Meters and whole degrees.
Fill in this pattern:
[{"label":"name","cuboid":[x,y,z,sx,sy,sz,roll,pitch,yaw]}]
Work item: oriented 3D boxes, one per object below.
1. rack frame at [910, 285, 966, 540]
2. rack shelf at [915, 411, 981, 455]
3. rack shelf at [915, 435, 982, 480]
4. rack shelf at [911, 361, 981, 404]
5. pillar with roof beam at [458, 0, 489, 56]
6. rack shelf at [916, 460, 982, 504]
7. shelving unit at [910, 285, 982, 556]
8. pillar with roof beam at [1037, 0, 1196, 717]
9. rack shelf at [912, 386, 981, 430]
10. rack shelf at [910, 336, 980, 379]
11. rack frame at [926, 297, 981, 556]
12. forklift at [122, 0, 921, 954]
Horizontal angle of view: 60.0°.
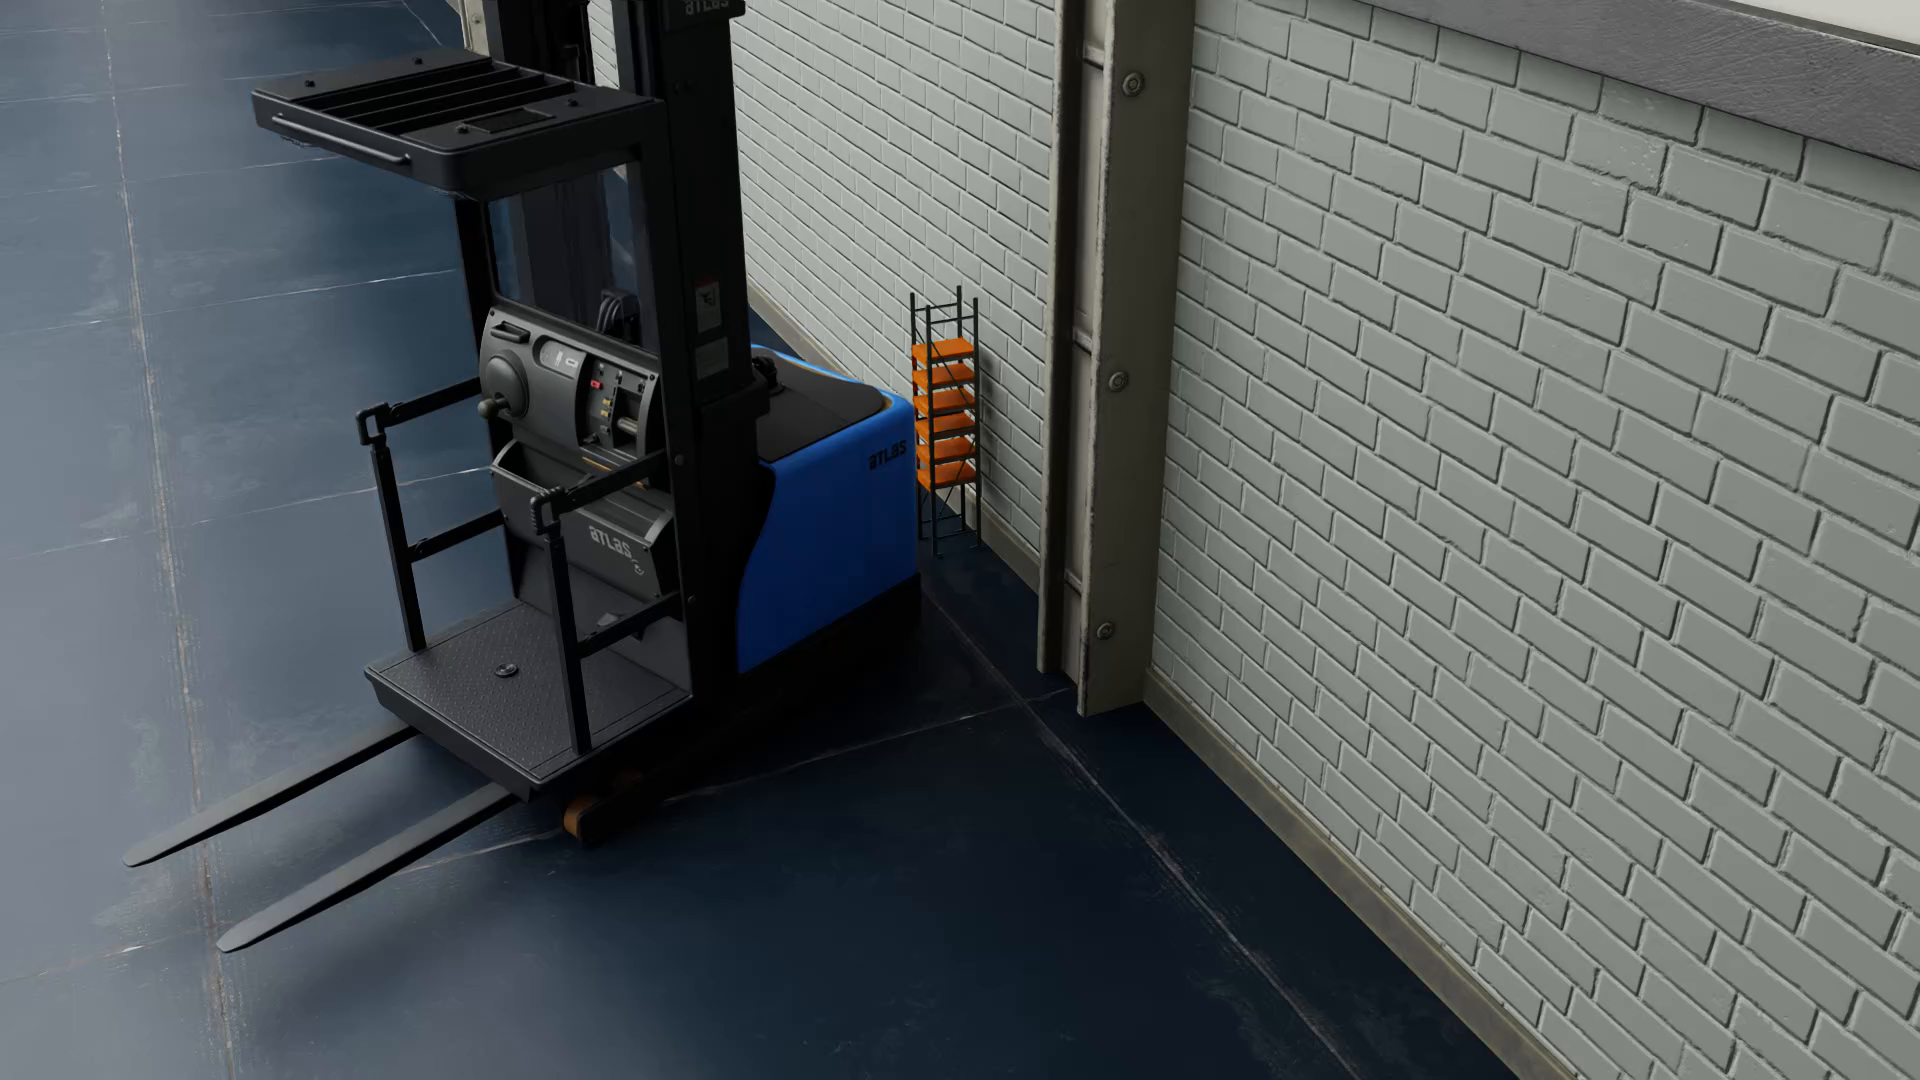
[{"label":"rack frame","cuboid":[-0.095,-0.559,7.521,0.240,1.200,0.006,-12,29,-20]},{"label":"rack shelf","cuboid":[-0.059,-0.482,7.466,0.258,0.103,0.180,-12,29,-20]},{"label":"rack shelf","cuboid":[-0.057,-0.375,7.520,0.258,0.103,0.180,-12,29,-20]},{"label":"rack shelf","cuboid":[-0.063,-0.696,7.357,0.258,0.103,0.180,-12,29,-20]},{"label":"pillar with roof beam","cuboid":[-8.504,-7.747,12.364,9.100,9.000,0.400,-13,32,-22]},{"label":"rack shelf","cuboid":[-0.055,-0.268,7.575,0.258,0.103,0.180,-12,29,-20]},{"label":"shelving unit","cuboid":[-0.060,-0.522,7.446,0.258,1.200,0.189,-12,29,-20]},{"label":"pillar with roof beam","cuboid":[-3.352,-2.446,2.911,9.100,9.000,0.400,-13,32,-22]},{"label":"rack shelf","cuboid":[-0.061,-0.589,7.412,0.258,0.103,0.180,-12,29,-20]},{"label":"rack shelf","cuboid":[-0.065,-0.803,7.303,0.258,0.103,0.180,-12,29,-20]},{"label":"rack frame","cuboid":[-0.024,-0.484,7.370,0.240,1.200,0.006,-12,29,-20]},{"label":"forklift","cuboid":[-1.503,-0.496,5.638,1.130,2.935,3.031,23,36,35]}]
